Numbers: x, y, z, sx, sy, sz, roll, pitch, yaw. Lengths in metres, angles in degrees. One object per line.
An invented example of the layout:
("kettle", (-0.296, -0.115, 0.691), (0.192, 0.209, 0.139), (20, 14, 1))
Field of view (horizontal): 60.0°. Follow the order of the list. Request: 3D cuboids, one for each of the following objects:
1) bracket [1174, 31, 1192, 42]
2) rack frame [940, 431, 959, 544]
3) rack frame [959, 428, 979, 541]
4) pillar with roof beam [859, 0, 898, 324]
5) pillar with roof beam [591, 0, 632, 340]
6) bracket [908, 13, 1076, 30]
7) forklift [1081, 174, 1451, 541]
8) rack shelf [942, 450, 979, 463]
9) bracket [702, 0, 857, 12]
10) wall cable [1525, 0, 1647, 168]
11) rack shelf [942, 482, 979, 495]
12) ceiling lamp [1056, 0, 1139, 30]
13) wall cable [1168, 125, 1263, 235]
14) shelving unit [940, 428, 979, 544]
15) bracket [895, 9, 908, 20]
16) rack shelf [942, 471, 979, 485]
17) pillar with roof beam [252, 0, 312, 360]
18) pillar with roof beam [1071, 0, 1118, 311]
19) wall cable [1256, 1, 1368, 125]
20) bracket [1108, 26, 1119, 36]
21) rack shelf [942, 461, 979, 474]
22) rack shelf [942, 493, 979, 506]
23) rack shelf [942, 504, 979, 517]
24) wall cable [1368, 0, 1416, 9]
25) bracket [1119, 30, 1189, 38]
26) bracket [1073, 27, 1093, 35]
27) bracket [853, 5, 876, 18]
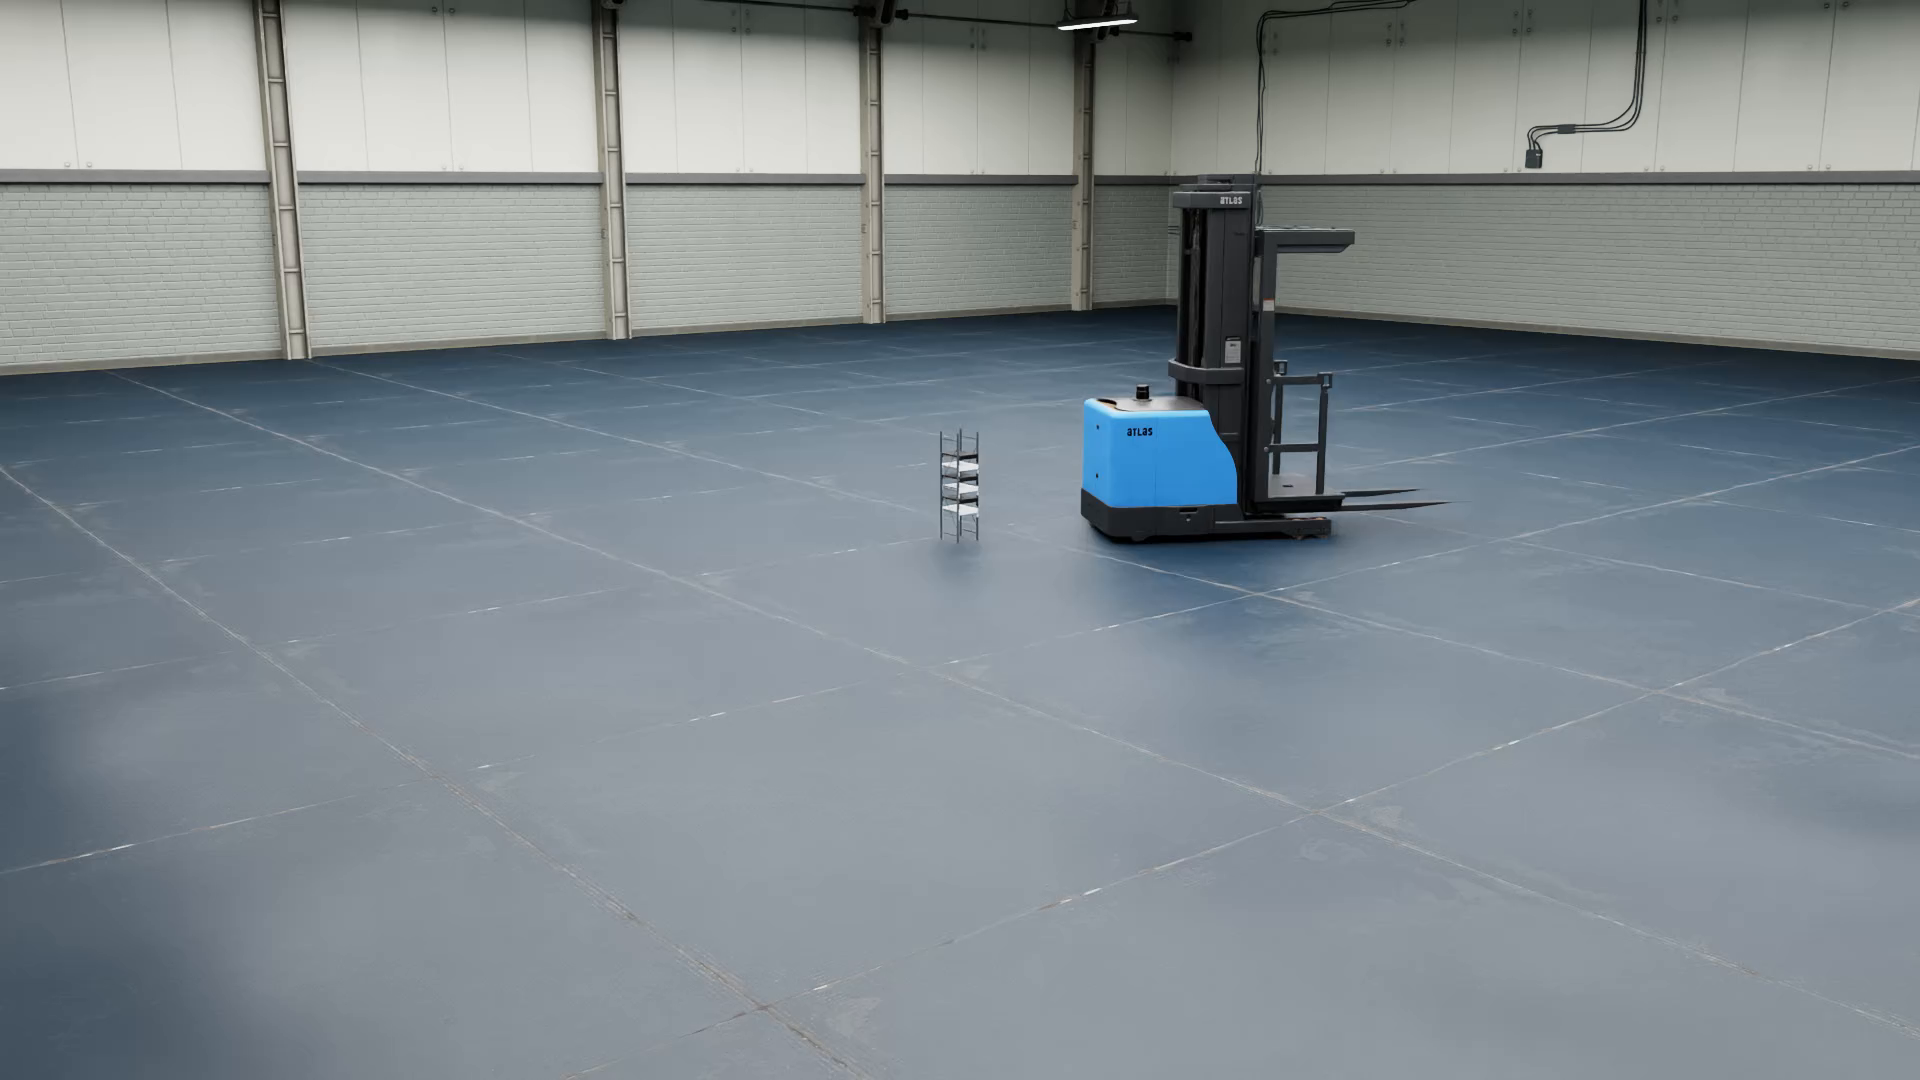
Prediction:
("bracket", (5.250, -11.874, 39.218), (0.430, 0.232, 0.235), (-9, 15, -38))
("rack frame", (-0.086, -0.426, 13.468), (0.006, 0.900, 0.240), (-9, 15, -38))
("rack frame", (0.073, -0.452, 13.592), (0.006, 0.900, 0.240), (-9, 15, -38))
("pillar with roof beam", (0.857, -8.333, 31.206), (0.548, 9.000, 9.100), (-9, 15, -38))
("pillar with roof beam", (-3.828, -7.554, 27.540), (0.548, 9.000, 9.100), (-9, 15, -38))
("bracket", (0.739, -11.125, 35.688), (4.783, 0.066, 0.076), (-9, 15, -38))
("forklift", (2.606, -1.548, 13.864), (3.031, 2.935, 1.130), (-2, 12, -10))
("rack shelf", (-0.006, -0.671, 13.481), (0.200, 0.077, 0.258), (-9, 15, -38))
("bracket", (-3.946, -10.346, 32.021), (4.783, 0.066, 0.076), (-9, 15, -38))
("wall cable", (11.898, -10.099, 31.337), (0.169, 6.003, 2.305), (-9, 15, -38))
("rack shelf", (-0.006, -0.407, 13.537), (0.200, 0.077, 0.258), (-9, 15, -38))
("ceiling lamp", (2.803, -11.393, 31.566), (0.800, 3.185, 2.000), (-9, 15, -38))
("wall cable", (5.980, -8.458, 39.274), (0.112, 2.526, 3.097), (-9, 15, -38))
("shelving unit", (-0.006, -0.439, 13.530), (0.210, 0.900, 0.258), (-9, 15, -38))
("bracket", (-1.286, -10.788, 34.103), (0.430, 0.232, 0.235), (-9, 15, -38))
("rack shelf", (-0.006, -0.495, 13.519), (0.200, 0.077, 0.258), (-9, 15, -38))
("pillar with roof beam", (-8.513, -6.776, 23.873), (0.400, 9.000, 9.100), (-9, 15, -38))
("pillar with roof beam", (5.543, -9.111, 34.873), (0.548, 9.000, 9.100), (-9, 15, -38))
("wall cable", (7.670, -10.490, 36.683), (0.112, 2.526, 3.097), (-9, 15, -38))
("bracket", (3.399, -11.567, 37.770), (0.430, 0.232, 0.235), (-9, 15, -38))
("rack shelf", (-0.006, -0.583, 13.500), (0.200, 0.077, 0.258), (-9, 15, -38))
("rack shelf", (-0.006, -0.318, 13.556), (0.200, 0.077, 0.258), (-9, 15, -38))
("rack shelf", (-0.006, -0.230, 13.575), (0.200, 0.077, 0.258), (-9, 15, -38))
("wall cable", (9.603, -12.213, 33.847), (0.112, 2.526, 3.097), (-9, 15, -38))
("bracket", (4.789, -11.797, 38.857), (3.189, 0.066, 0.076), (-9, 15, -38))
("bracket", (2.751, -11.459, 37.262), (0.430, 0.232, 0.235), (-9, 15, -38))
("bracket", (-1.934, -10.680, 33.596), (0.430, 0.232, 0.235), (-9, 15, -38))
